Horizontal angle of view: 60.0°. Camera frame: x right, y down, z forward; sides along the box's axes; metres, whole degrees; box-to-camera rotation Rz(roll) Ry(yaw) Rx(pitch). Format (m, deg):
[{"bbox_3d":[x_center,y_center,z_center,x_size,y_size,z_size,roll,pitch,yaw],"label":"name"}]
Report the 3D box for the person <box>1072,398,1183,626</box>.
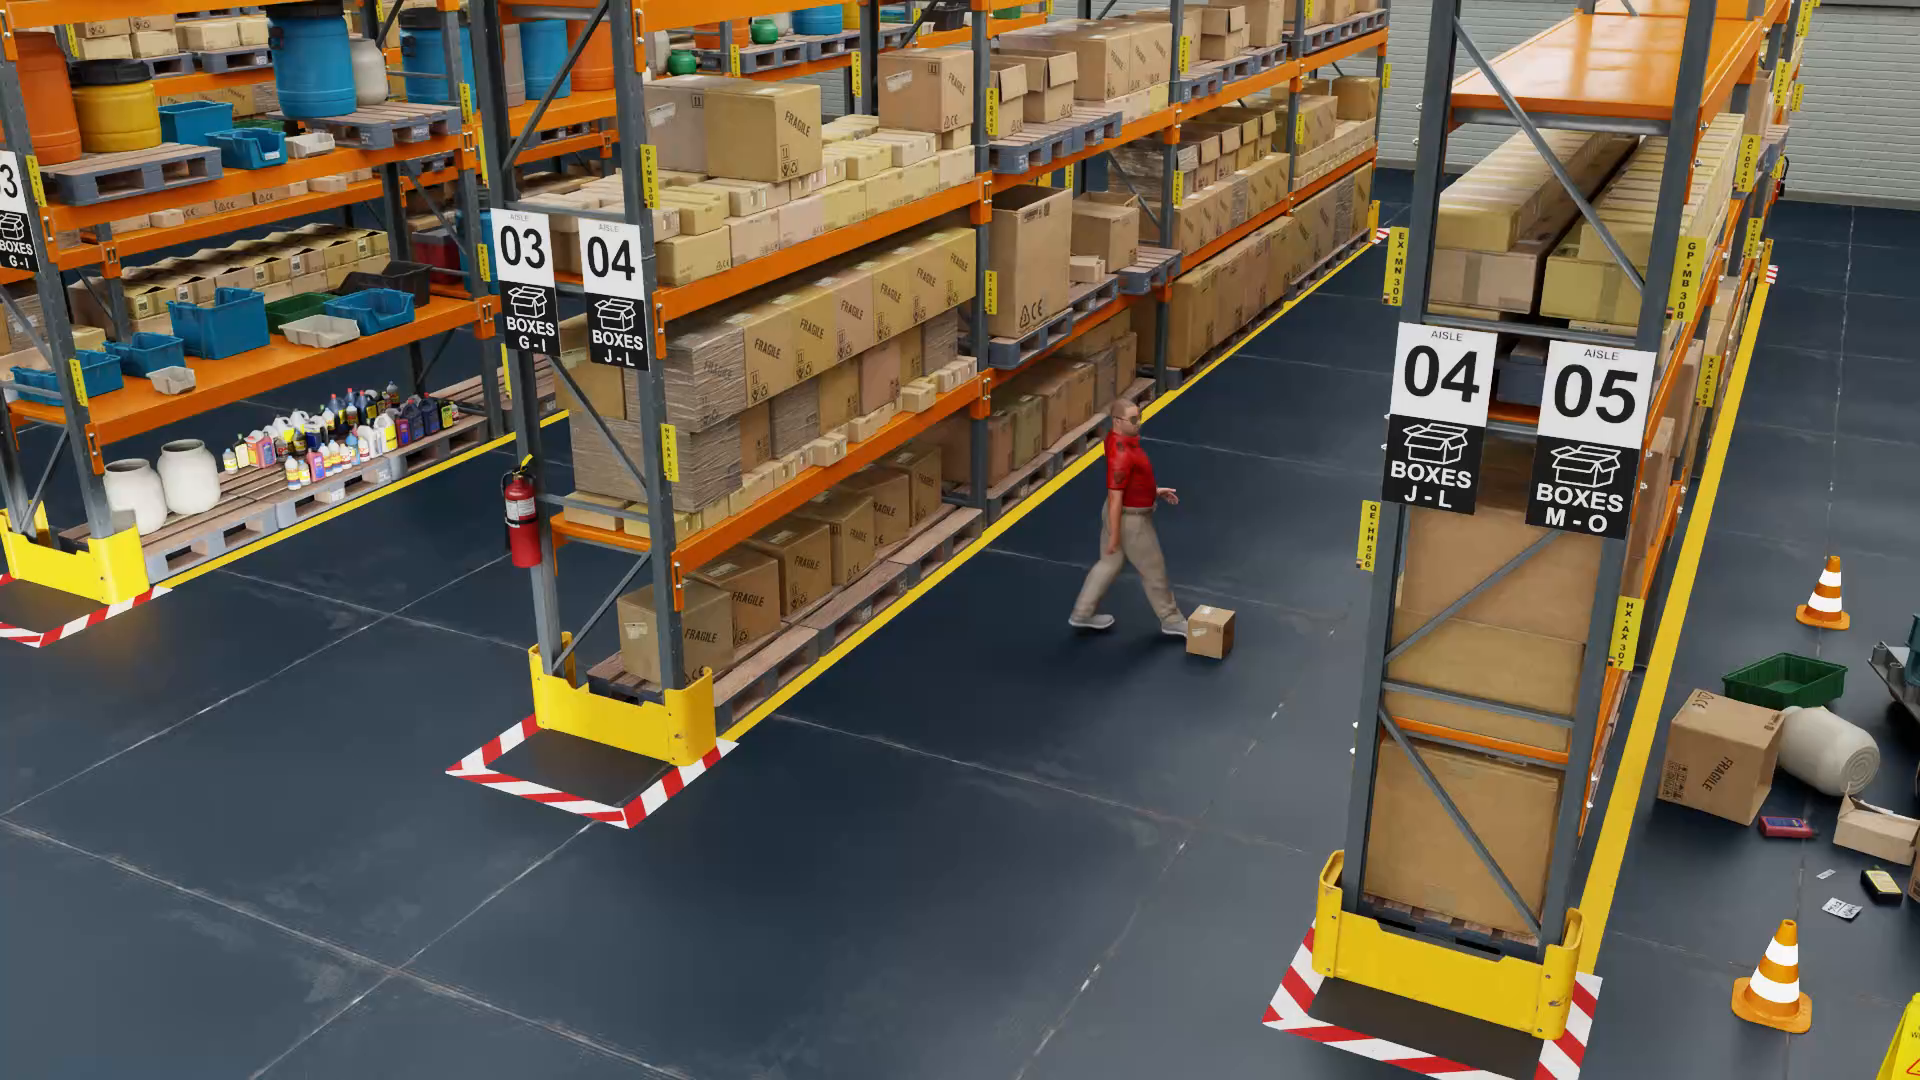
[{"bbox_3d":[1.143,-0.178,11.135,0.748,1.623,0.586,-1,23,-3],"label":"person"}]
